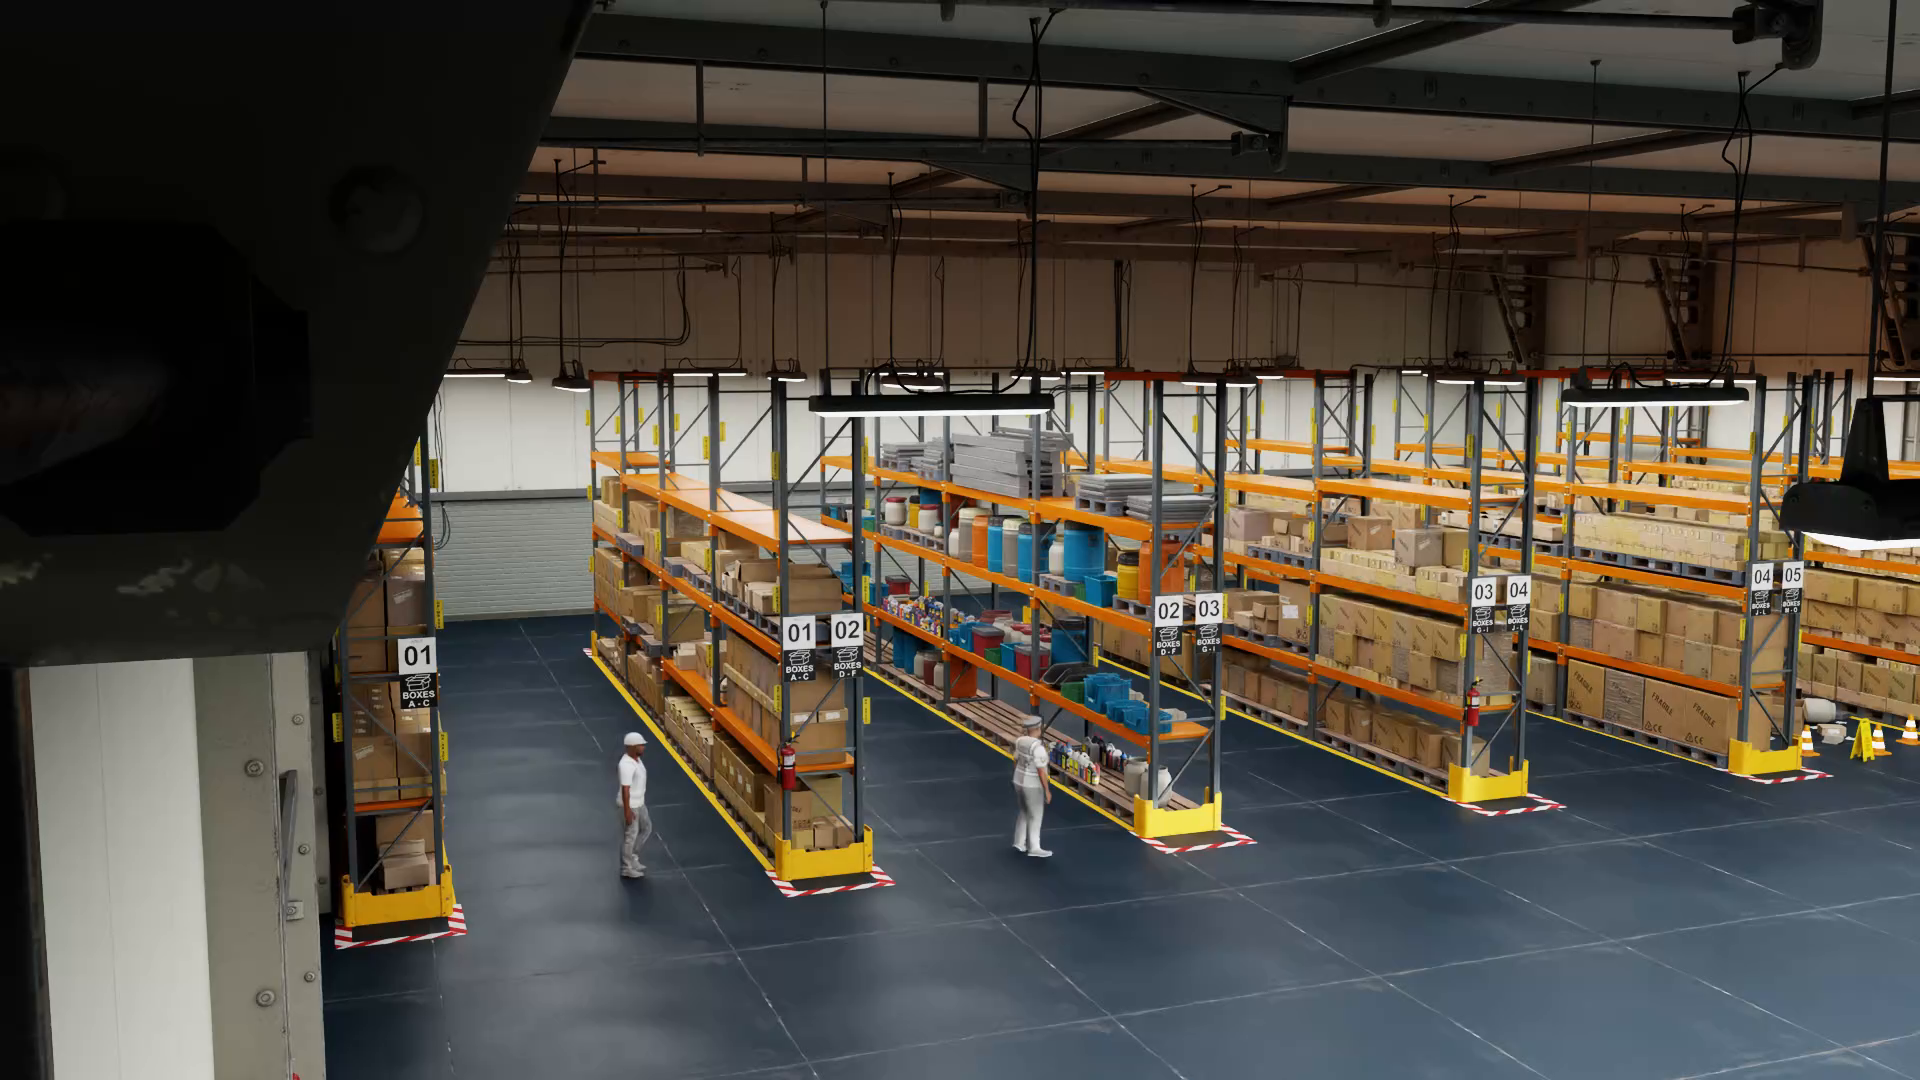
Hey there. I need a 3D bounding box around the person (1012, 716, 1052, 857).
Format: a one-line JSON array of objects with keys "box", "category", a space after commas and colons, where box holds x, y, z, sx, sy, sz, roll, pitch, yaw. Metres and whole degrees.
[{"box": [0.907, 3.156, 21.053, 0.401, 1.853, 0.636, -4, 7, -30], "category": "person"}]

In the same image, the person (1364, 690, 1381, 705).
[{"box": [7.099, 2.249, 29.061, 0.640, 1.721, 0.544, 1, 7, 12], "category": "person"}]

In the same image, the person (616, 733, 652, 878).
[{"box": [-3.971, 3.216, 20.187, 0.385, 1.766, 0.685, 0, 6, 1], "category": "person"}]
